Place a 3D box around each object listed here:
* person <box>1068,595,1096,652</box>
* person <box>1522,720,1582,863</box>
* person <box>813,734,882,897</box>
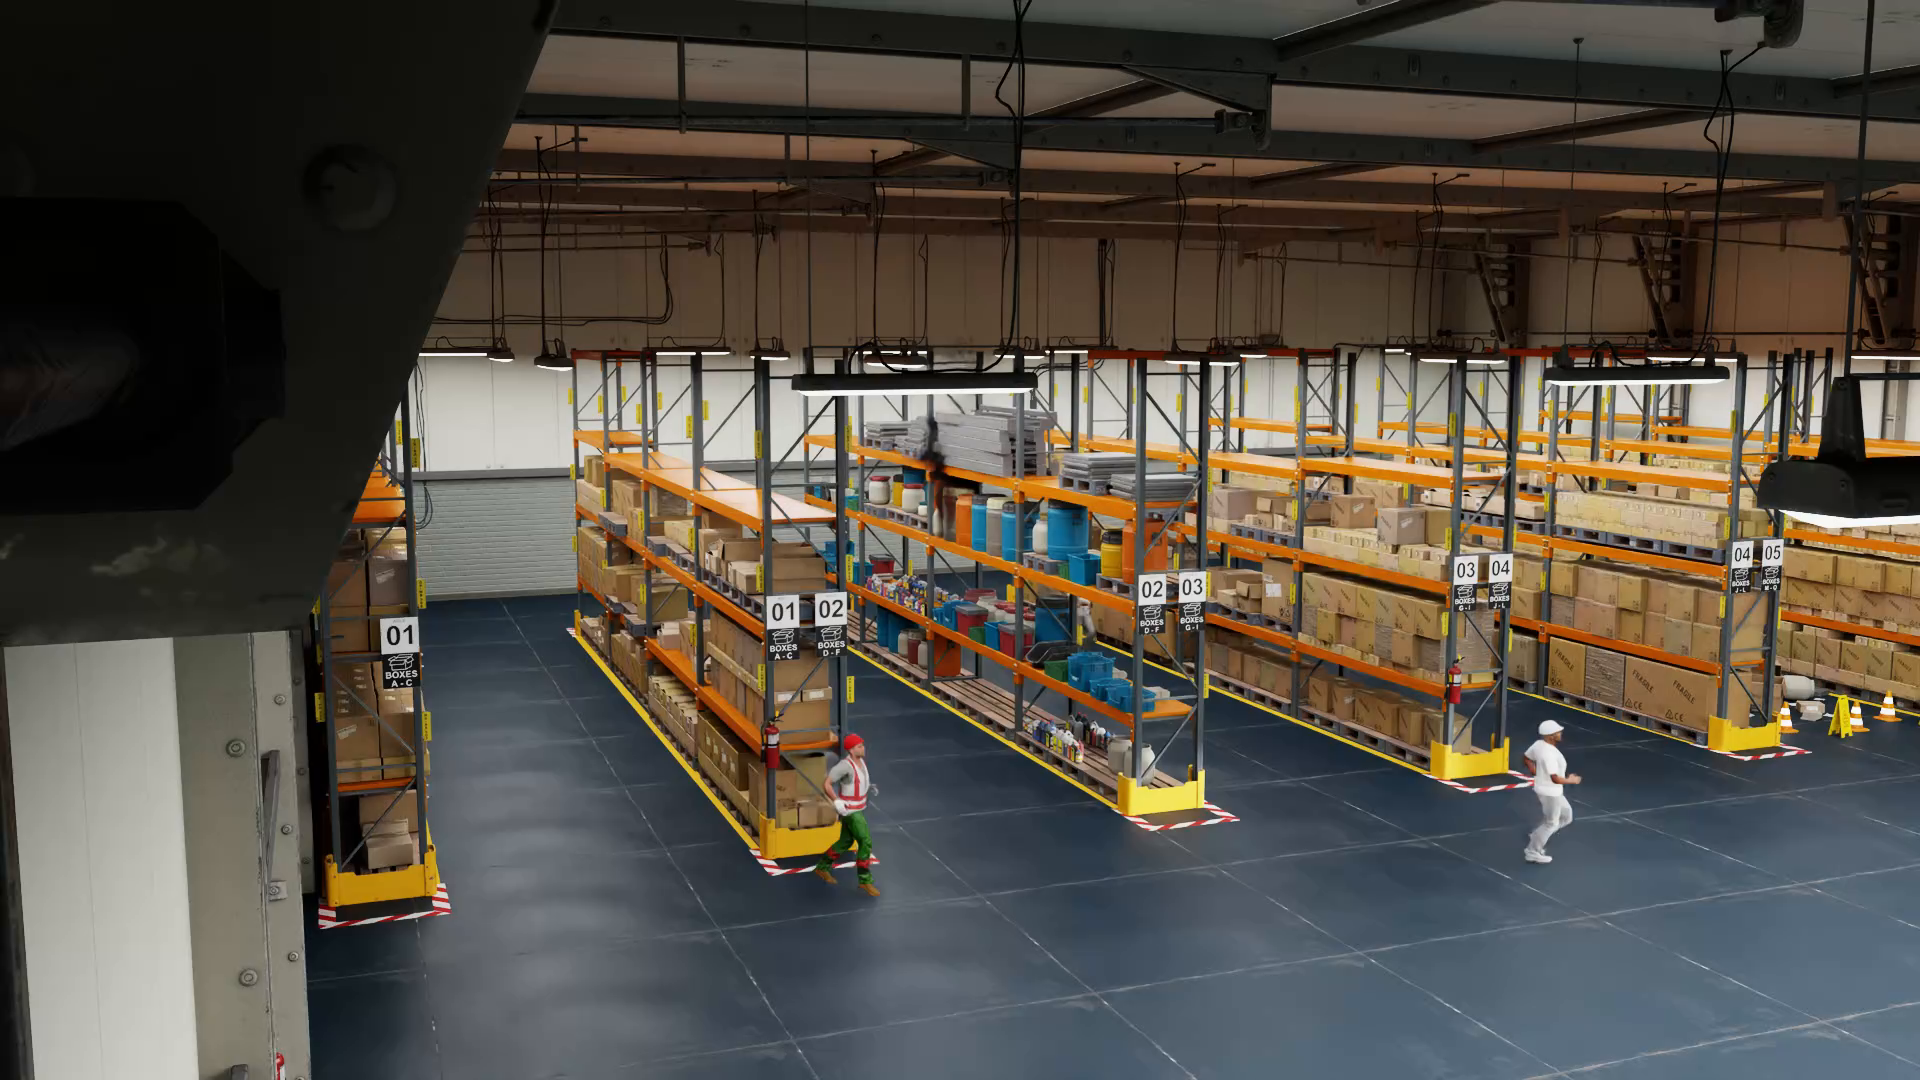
[{"bbox_3d":[2.264,1.438,31.494,0.559,1.707,0.752,-3,8,-23],"label":"person"},{"bbox_3d":[7.085,2.999,19.875,0.623,1.723,0.685,1,7,9],"label":"person"},{"bbox_3d":[-1.260,3.096,18.930,0.845,1.823,0.669,2,7,13],"label":"person"}]
